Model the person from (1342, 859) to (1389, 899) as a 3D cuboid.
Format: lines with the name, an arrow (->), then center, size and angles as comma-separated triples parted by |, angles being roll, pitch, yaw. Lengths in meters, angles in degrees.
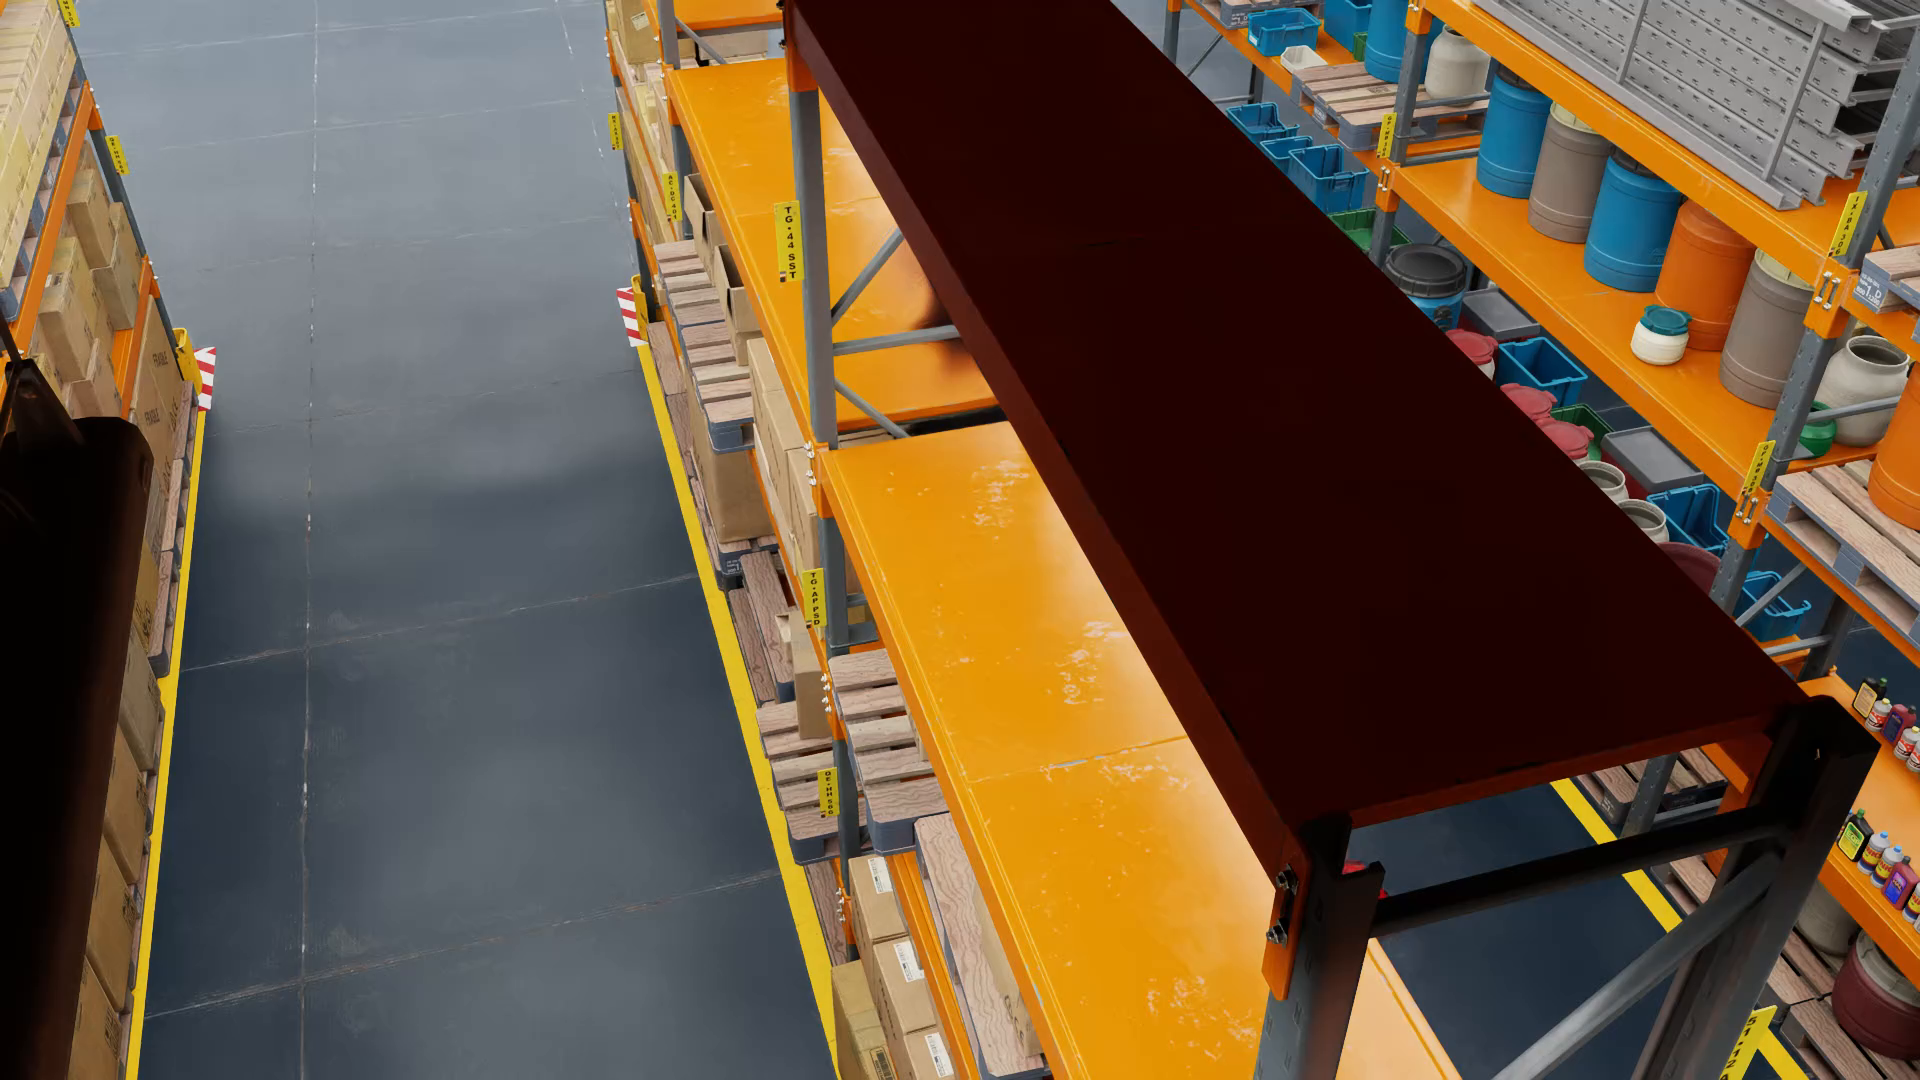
person -> 1.828, 2.087, 8.837 | 0.668, 1.726, 0.669 | -9, 39, -11

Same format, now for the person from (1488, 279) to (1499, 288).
person -> 5.164, -2.981, 15.303 | 0.642, 1.618, 0.616 | 25, 45, 28
